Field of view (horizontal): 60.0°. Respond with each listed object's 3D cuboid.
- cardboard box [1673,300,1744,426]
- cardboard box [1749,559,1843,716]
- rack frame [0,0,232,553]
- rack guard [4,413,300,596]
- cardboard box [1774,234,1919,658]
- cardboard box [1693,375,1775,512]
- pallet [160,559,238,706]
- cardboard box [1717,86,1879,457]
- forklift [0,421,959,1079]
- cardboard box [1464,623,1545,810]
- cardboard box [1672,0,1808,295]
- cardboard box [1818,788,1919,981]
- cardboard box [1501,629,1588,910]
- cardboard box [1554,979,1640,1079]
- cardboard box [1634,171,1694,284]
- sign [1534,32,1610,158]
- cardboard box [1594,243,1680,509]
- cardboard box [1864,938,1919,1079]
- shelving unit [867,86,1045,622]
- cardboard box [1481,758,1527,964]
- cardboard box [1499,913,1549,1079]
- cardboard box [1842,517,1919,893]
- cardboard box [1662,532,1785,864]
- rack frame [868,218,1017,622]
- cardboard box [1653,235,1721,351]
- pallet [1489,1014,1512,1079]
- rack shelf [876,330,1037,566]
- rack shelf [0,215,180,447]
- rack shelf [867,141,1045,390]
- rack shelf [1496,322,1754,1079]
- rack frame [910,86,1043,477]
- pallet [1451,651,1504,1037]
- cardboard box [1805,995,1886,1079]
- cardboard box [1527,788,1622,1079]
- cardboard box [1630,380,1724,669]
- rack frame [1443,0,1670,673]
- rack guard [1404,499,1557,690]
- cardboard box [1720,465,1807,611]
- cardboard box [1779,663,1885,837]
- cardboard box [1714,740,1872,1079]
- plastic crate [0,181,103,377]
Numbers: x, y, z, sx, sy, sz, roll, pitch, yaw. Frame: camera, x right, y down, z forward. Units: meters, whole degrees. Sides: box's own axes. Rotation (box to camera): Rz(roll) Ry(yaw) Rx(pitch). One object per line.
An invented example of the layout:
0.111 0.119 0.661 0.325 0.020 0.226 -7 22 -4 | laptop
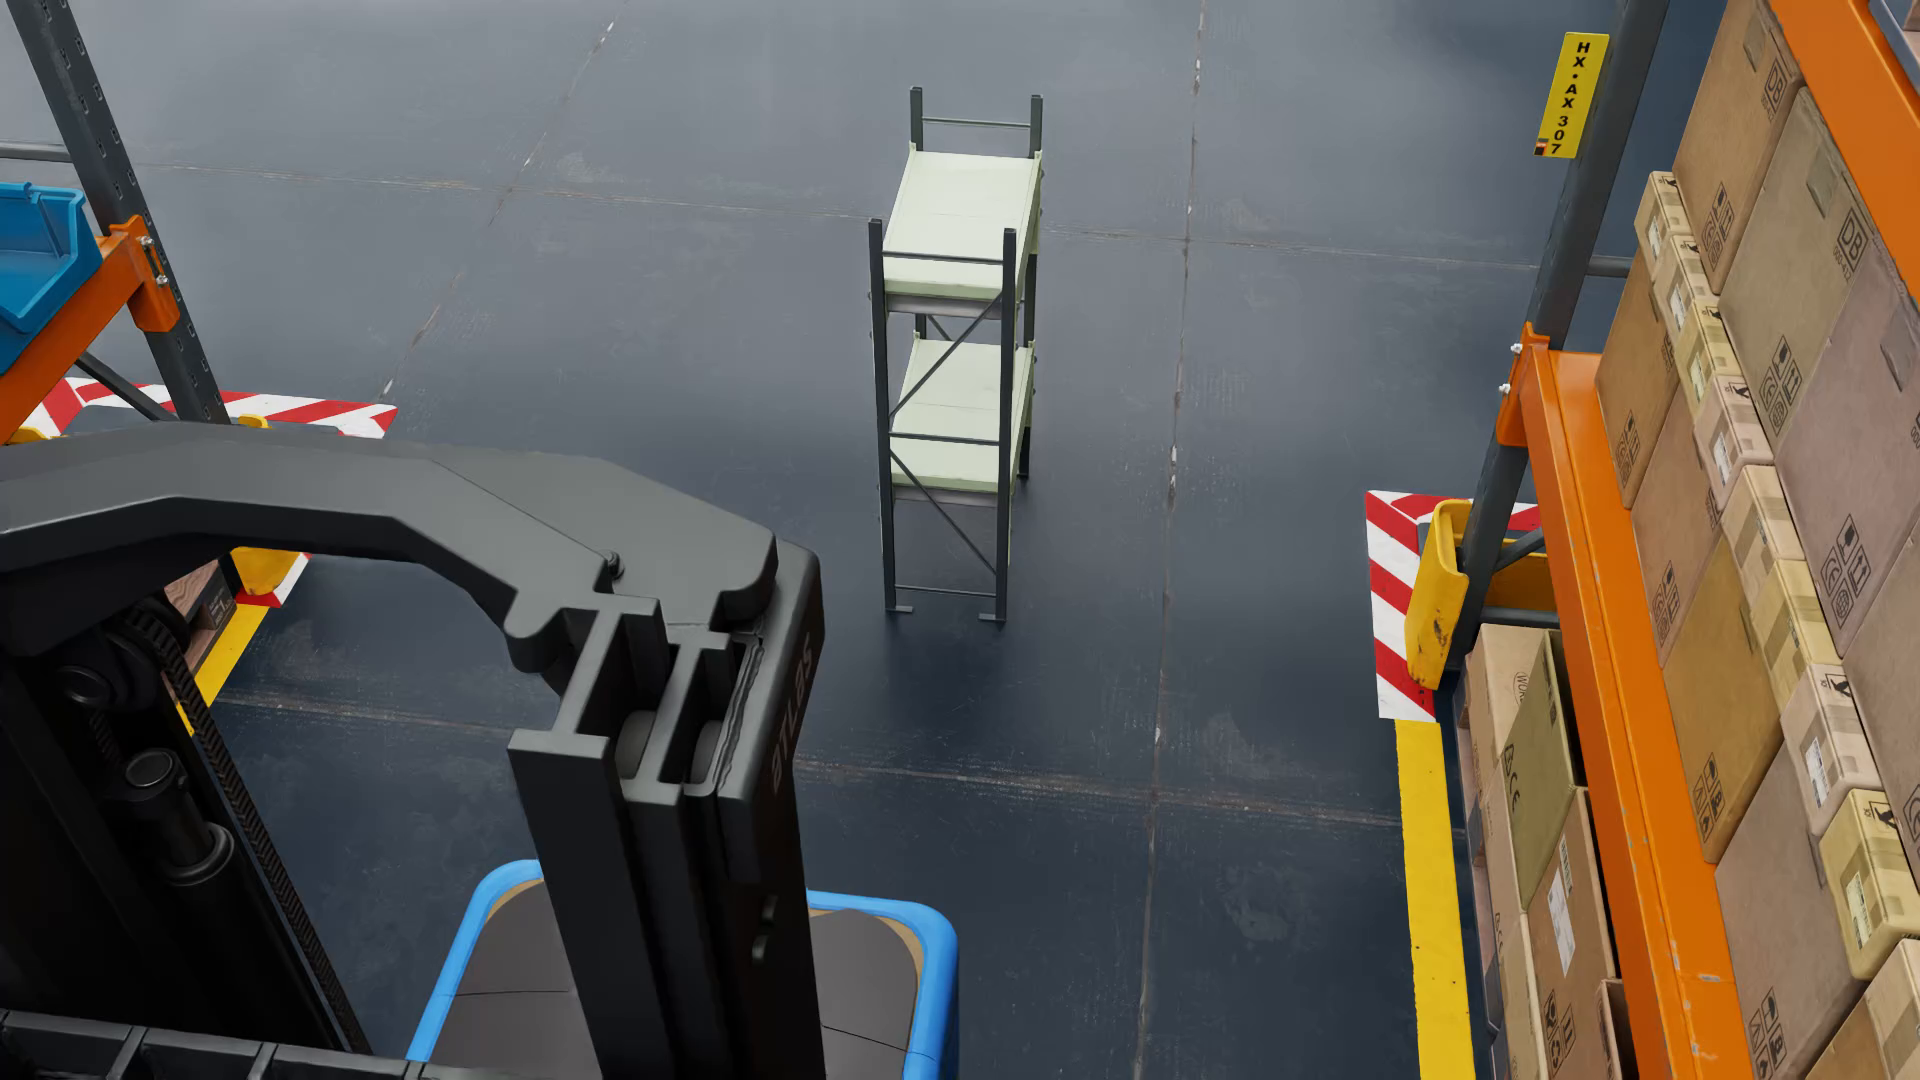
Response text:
1.690 -0.345 3.388 0.380 0.149 0.250 5 44 6 | cardboard box
1.588 0.183 2.831 0.380 0.149 0.250 5 44 5 | cardboard box
-2.888 -1.124 4.755 1.000 3.000 0.127 5 44 6 | rack frame
-2.851 -0.160 5.555 1.175 0.500 0.348 5 44 6 | rack guard
1.810 -0.123 2.682 0.700 0.500 0.500 5 44 6 | cardboard box
1.654 -0.173 3.207 0.380 0.149 0.250 5 44 5 | cardboard box
-2.964 0.498 5.070 1.003 0.211 1.213 5 44 6 | pallet
1.876 -0.466 3.045 0.700 0.500 0.500 4 44 4 | cardboard box
-0.696 1.427 2.111 1.130 2.935 3.031 5 44 6 | forklift
1.730 0.520 4.713 0.500 0.250 0.500 5 44 6 | cardboard box
1.940 -0.825 3.424 0.700 0.500 0.500 5 44 6 | cardboard box
1.518 0.532 2.462 0.380 0.149 0.250 7 44 7 | cardboard box
1.666 0.589 4.095 0.500 0.500 0.500 5 44 6 | cardboard box
1.529 1.270 3.376 0.500 0.500 0.500 5 44 6 | cardboard box
1.756 -0.695 3.758 0.380 0.149 0.250 5 44 5 | cardboard box
1.472 -1.069 4.010 0.100 0.325 0.005 5 44 6 | sign
1.947 -0.390 3.908 0.700 0.500 0.500 5 44 6 | cardboard box
1.486 0.713 2.271 0.380 0.149 0.250 6 44 7 | cardboard box
0.001 -0.549 5.239 0.431 1.500 0.755 5 44 6 | shelving unit
1.668 0.861 4.353 0.500 0.250 0.500 5 44 6 | cardboard box
1.601 1.202 3.993 0.500 0.250 0.500 5 44 6 | cardboard box
1.744 0.219 2.321 0.700 0.500 0.500 5 44 6 | cardboard box
1.811 0.306 3.173 0.700 0.500 0.500 6 44 6 | cardboard box
-0.048 -0.300 4.976 0.400 1.500 0.023 5 44 6 | rack frame
1.724 -0.515 3.568 0.380 0.149 0.250 4 44 4 | cardboard box
1.798 1.696 3.806 1.003 0.211 1.213 5 44 6 | pallet
0.001 -0.312 5.463 0.431 0.370 0.720 5 44 6 | rack shelf
-3.152 0.501 3.563 1.077 0.370 4.000 5 44 6 | rack shelf
0.001 -0.833 4.971 0.431 0.370 0.720 5 44 6 | rack shelf
1.757 0.953 3.085 1.077 0.370 4.000 5 44 6 | rack shelf
0.049 -0.799 5.503 0.400 1.500 0.023 5 44 6 | rack frame
1.962 0.867 4.681 1.003 0.211 1.213 5 44 6 | pallet
1.679 1.014 2.425 0.700 0.500 0.500 6 44 6 | cardboard box
1.613 0.931 3.734 0.500 0.500 0.500 5 44 6 | cardboard box
1.883 -0.032 3.529 0.700 0.500 0.500 6 44 7 | cardboard box
2.022 -0.671 4.277 1.000 3.000 0.127 5 44 6 | rack frame
2.025 0.220 5.154 1.175 0.500 0.348 5 44 6 | rack guard
1.621 0.009 3.015 0.380 0.149 0.250 4 44 4 | cardboard box
1.552 0.353 2.652 0.380 0.149 0.250 6 44 6 | cardboard box
1.745 0.665 2.793 0.700 0.500 0.500 6 44 7 | cardboard box
-2.657 -0.701 4.417 0.499 0.251 0.616 5 44 6 | plastic crate
